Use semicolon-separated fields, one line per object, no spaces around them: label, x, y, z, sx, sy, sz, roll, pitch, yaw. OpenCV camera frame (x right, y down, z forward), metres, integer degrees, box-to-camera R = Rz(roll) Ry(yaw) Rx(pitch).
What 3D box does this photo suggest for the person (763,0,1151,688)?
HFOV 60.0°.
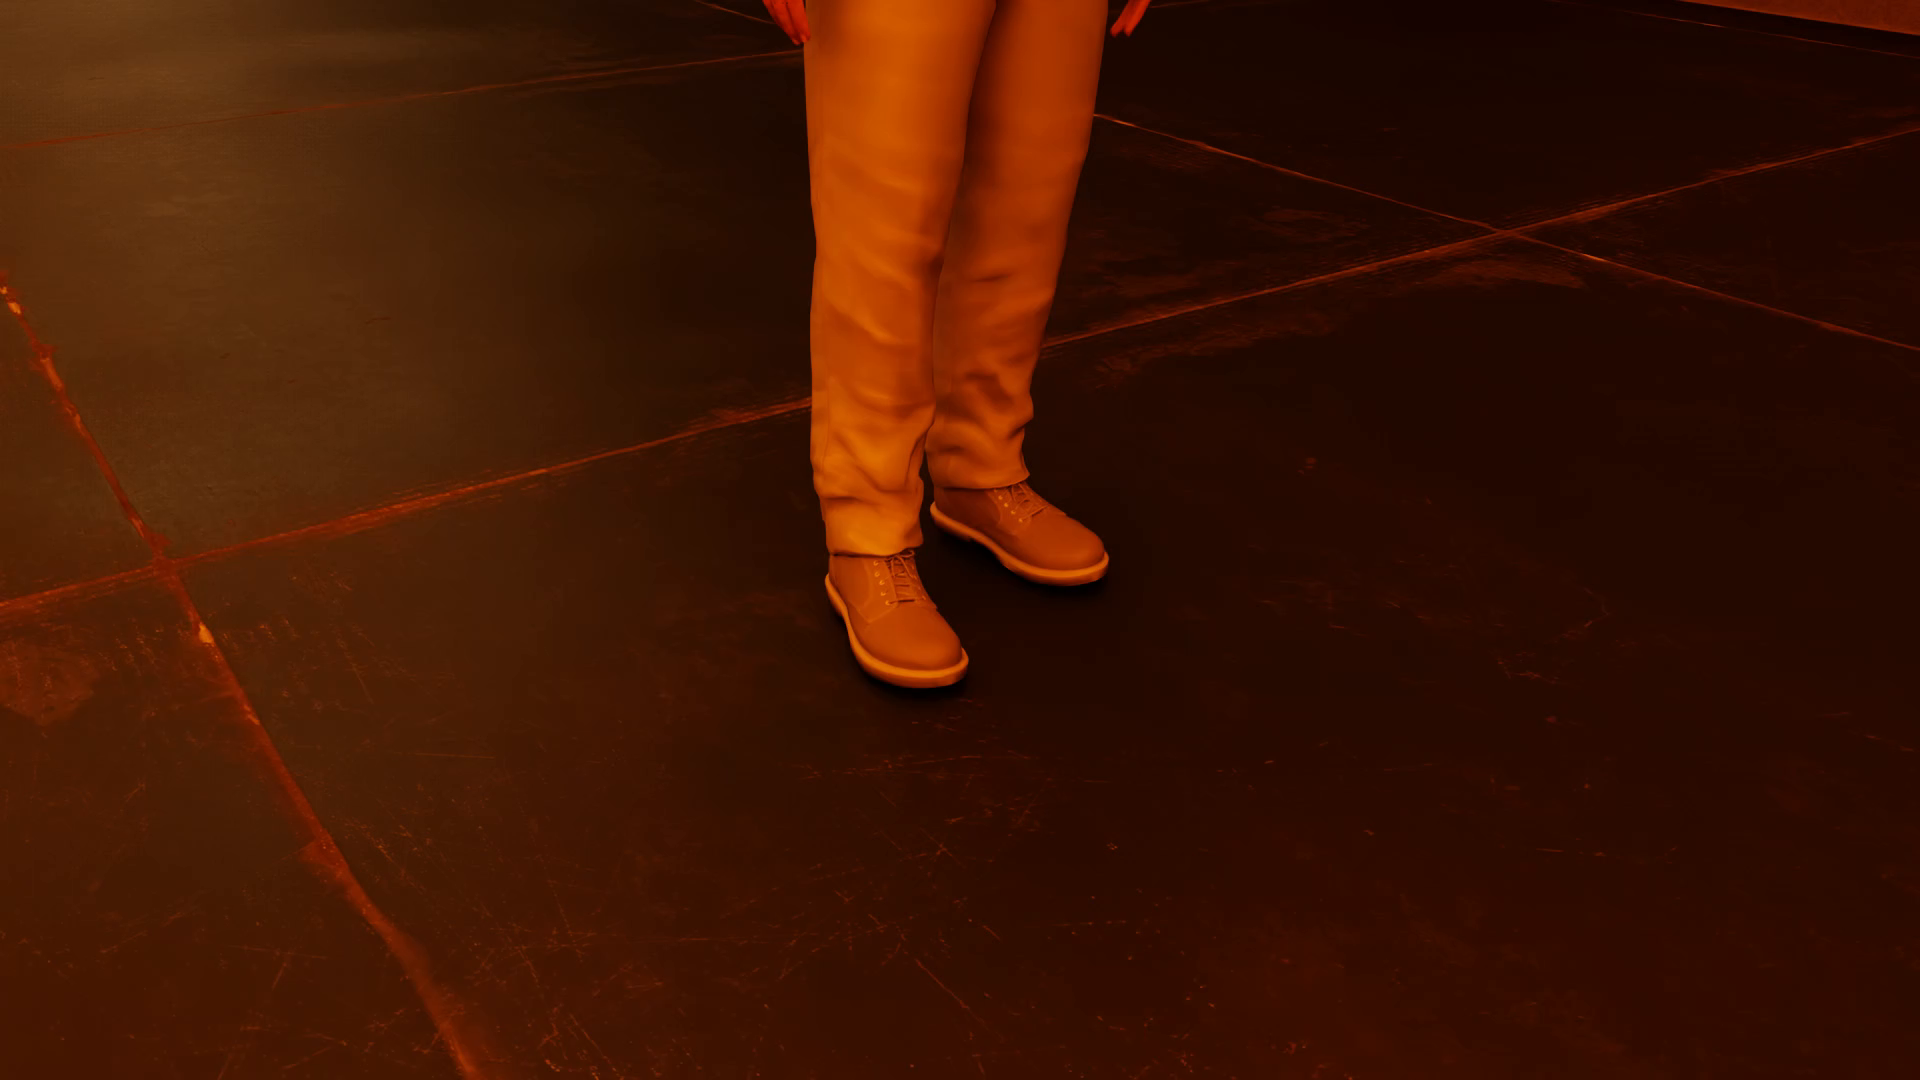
person;0.035;-0.771;2.034;0.641;1.778;0.574;-17;31;-31
